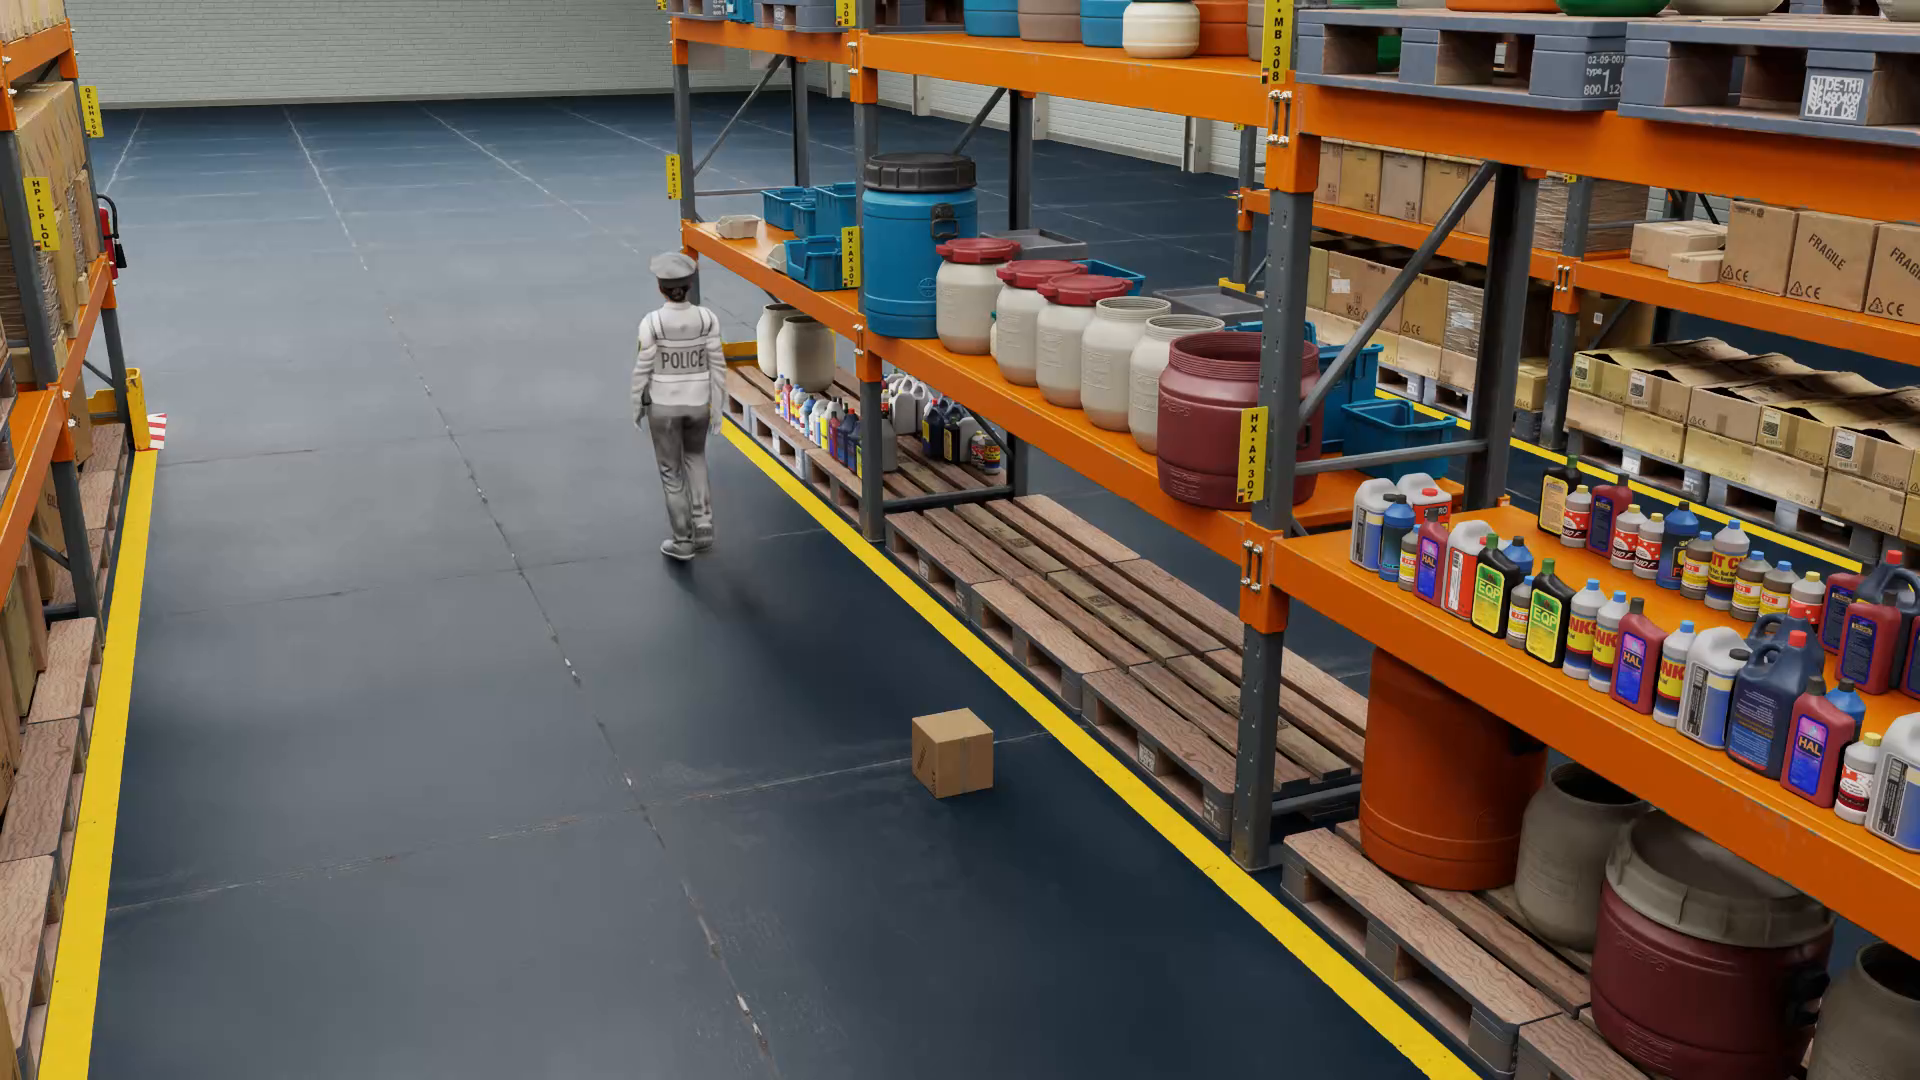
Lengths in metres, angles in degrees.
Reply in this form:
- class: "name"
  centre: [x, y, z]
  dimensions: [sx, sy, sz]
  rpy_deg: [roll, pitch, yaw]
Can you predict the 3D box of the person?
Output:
- class: "person"
  centre: [-1.539, -0.720, 9.078]
  dimensions: [0.491, 1.703, 0.448]
  rpy_deg: [-11, 22, -29]
